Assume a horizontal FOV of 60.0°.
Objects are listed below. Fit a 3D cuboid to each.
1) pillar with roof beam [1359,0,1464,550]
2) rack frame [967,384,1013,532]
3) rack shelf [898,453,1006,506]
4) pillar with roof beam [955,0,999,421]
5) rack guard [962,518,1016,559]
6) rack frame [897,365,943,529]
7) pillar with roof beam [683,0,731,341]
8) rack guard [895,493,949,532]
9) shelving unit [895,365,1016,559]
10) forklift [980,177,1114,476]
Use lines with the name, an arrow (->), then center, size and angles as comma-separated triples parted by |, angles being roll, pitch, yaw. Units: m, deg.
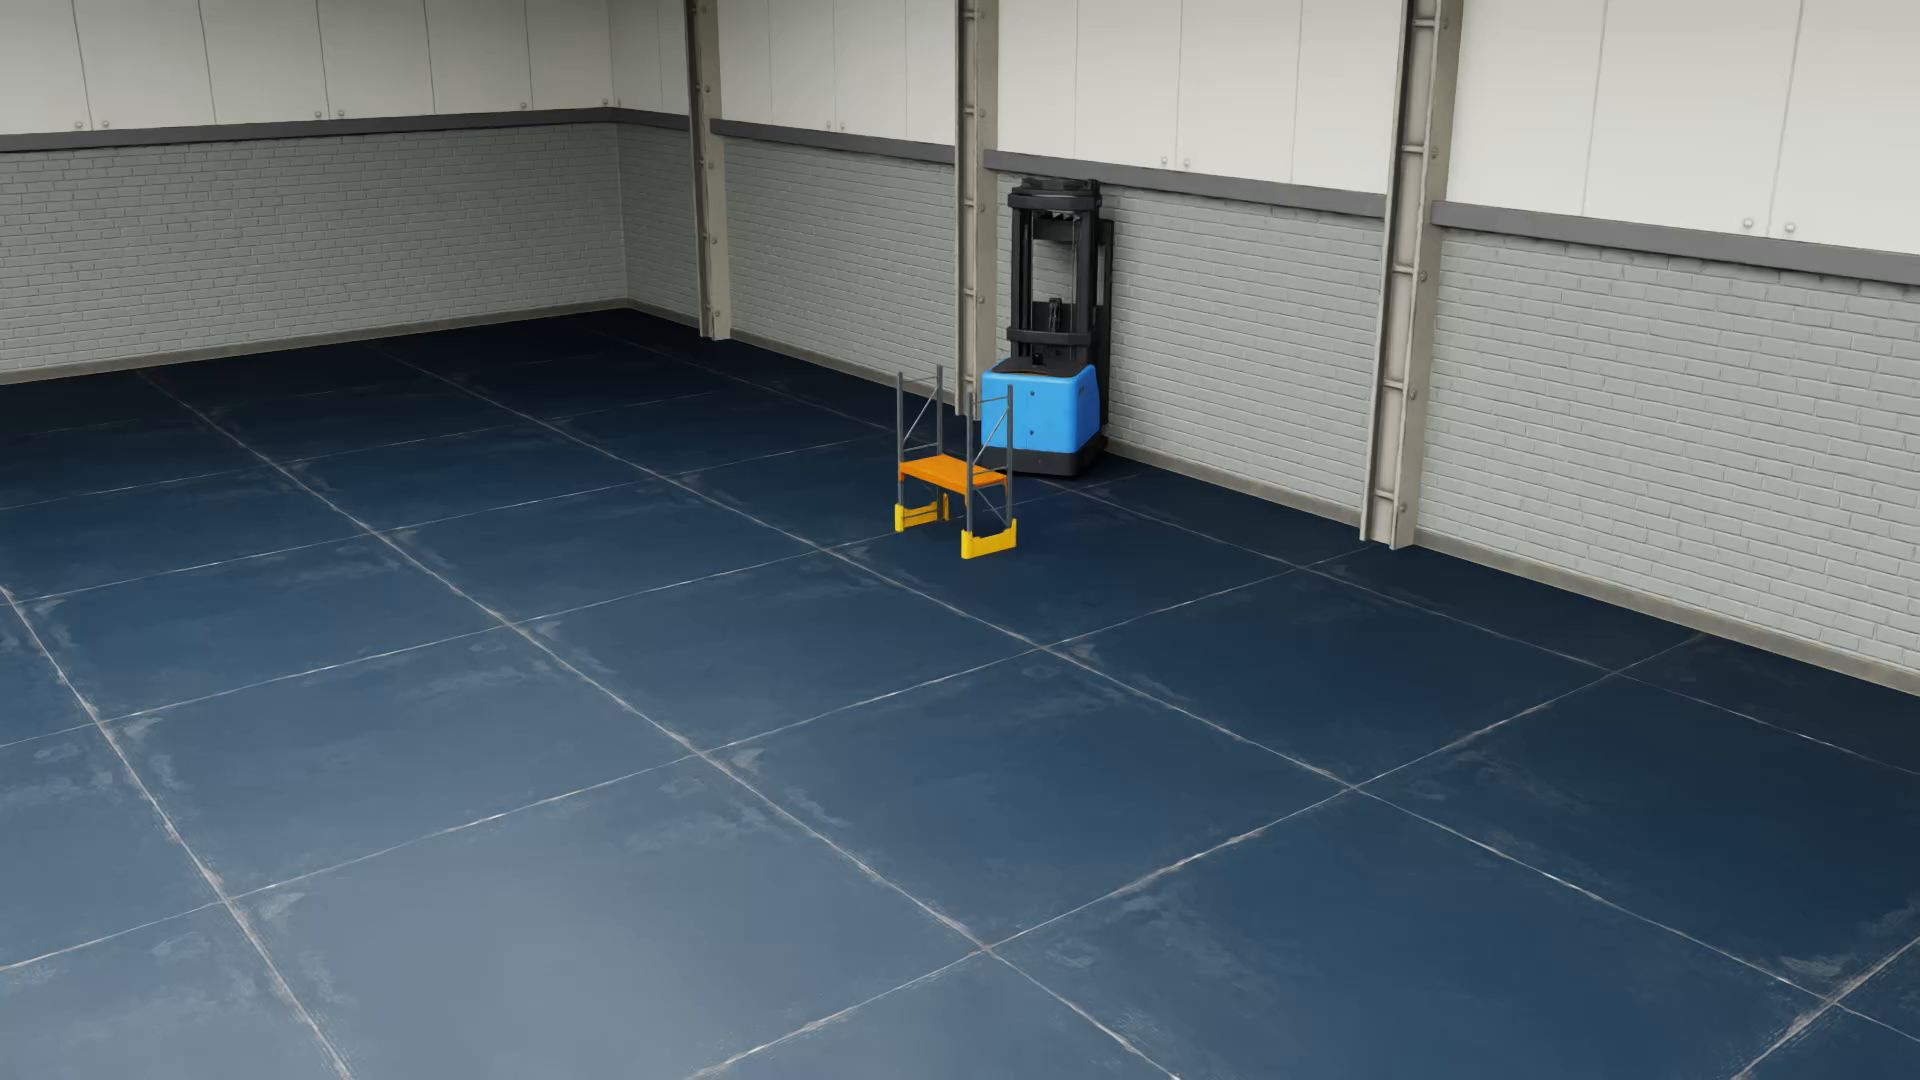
pillar with roof beam -> 0.533, -3.421, 11.265 | 9.100, 9.000, 0.400 | -14, 23, -36
rack frame -> 0.263, -0.608, 14.699 | 0.500, 1.500, 0.032 | -14, 23, -36
rack shelf -> -0.053, -0.562, 15.134 | 0.538, 0.185, 1.000 | -14, 23, -36
pillar with roof beam -> -3.192, -4.899, 15.730 | 9.100, 9.000, 0.400 | -14, 23, -36
rack guard -> 0.262, -0.015, 14.897 | 0.587, 0.250, 0.087 | -14, 23, -36
rack frame -> -0.369, -0.858, 15.456 | 0.500, 1.500, 0.032 | -14, 23, -36
pillar with roof beam -> -6.917, -6.378, 20.195 | 9.100, 9.000, 0.400 | -14, 23, -36
rack guard -> -0.357, -0.260, 15.638 | 0.587, 0.250, 0.087 | -14, 23, -36
shelving unit -> -0.047, -0.731, 15.071 | 0.587, 1.500, 1.083 | -14, 23, -36
forklift -> 1.159, -2.473, 18.055 | 1.130, 2.935, 3.031 | 6, 19, 18
